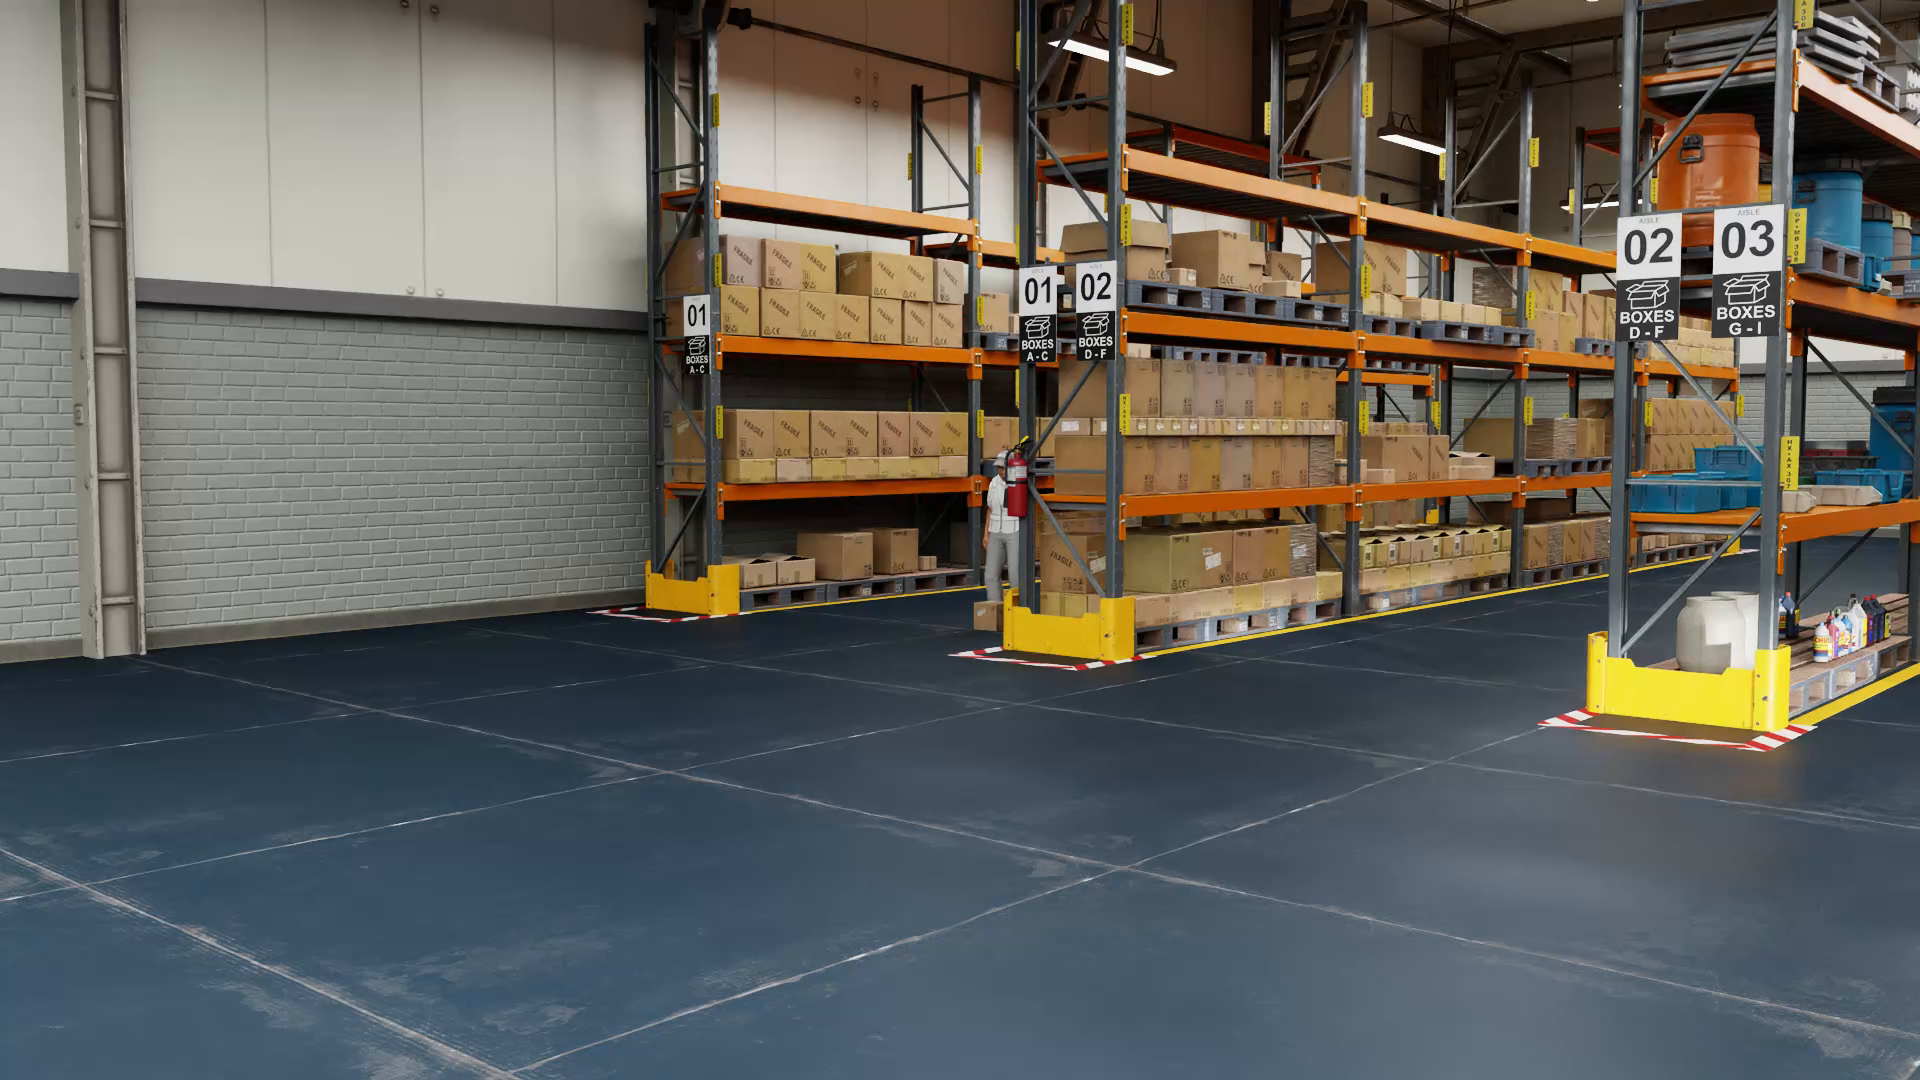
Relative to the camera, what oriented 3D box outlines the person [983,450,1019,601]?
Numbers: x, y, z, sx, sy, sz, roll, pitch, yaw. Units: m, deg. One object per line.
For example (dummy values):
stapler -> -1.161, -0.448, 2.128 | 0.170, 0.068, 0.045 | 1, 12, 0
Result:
person -> 0.433, -0.010, 15.608 | 0.563, 1.665, 0.471 | 3, 5, 36
